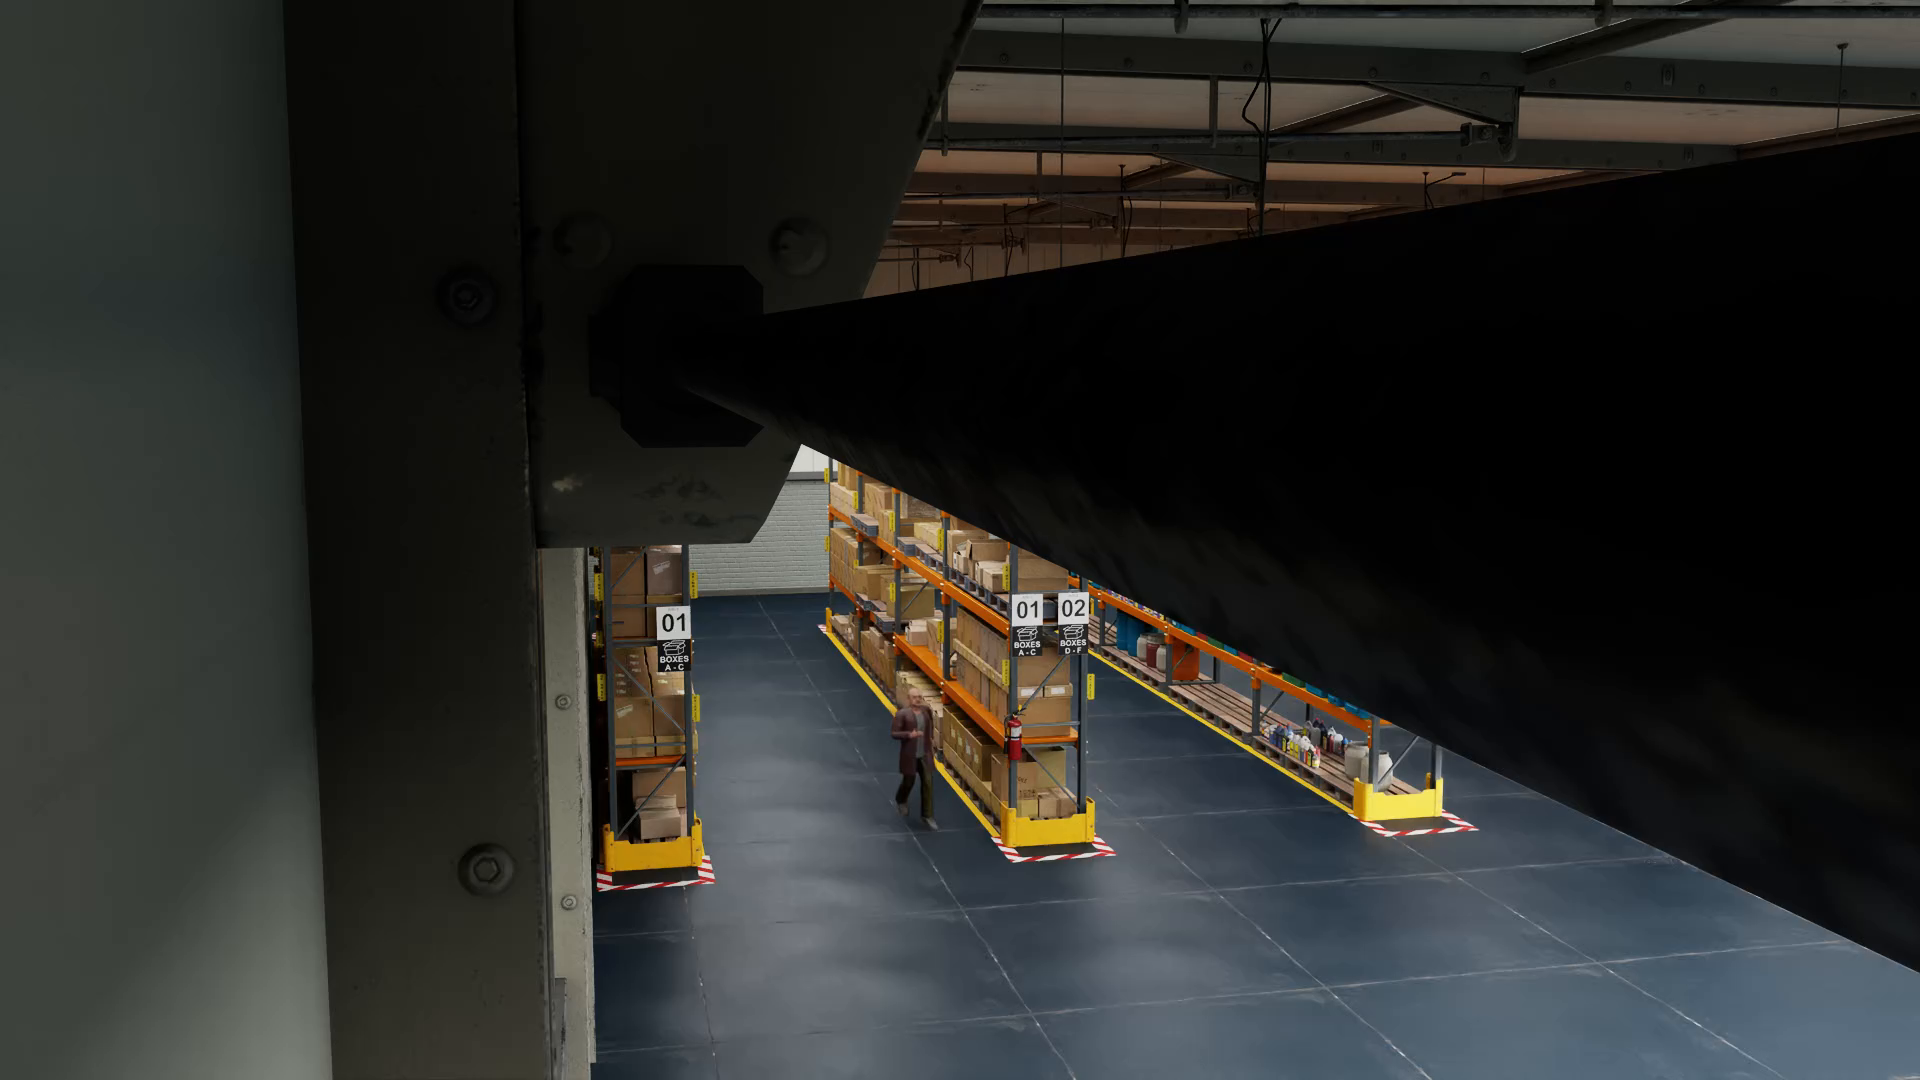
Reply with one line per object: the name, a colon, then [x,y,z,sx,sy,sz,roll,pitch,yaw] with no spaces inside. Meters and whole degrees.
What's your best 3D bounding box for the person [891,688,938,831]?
person: [-0.581,2.830,21.820,0.708,1.785,1.000,-3,7,-25]
